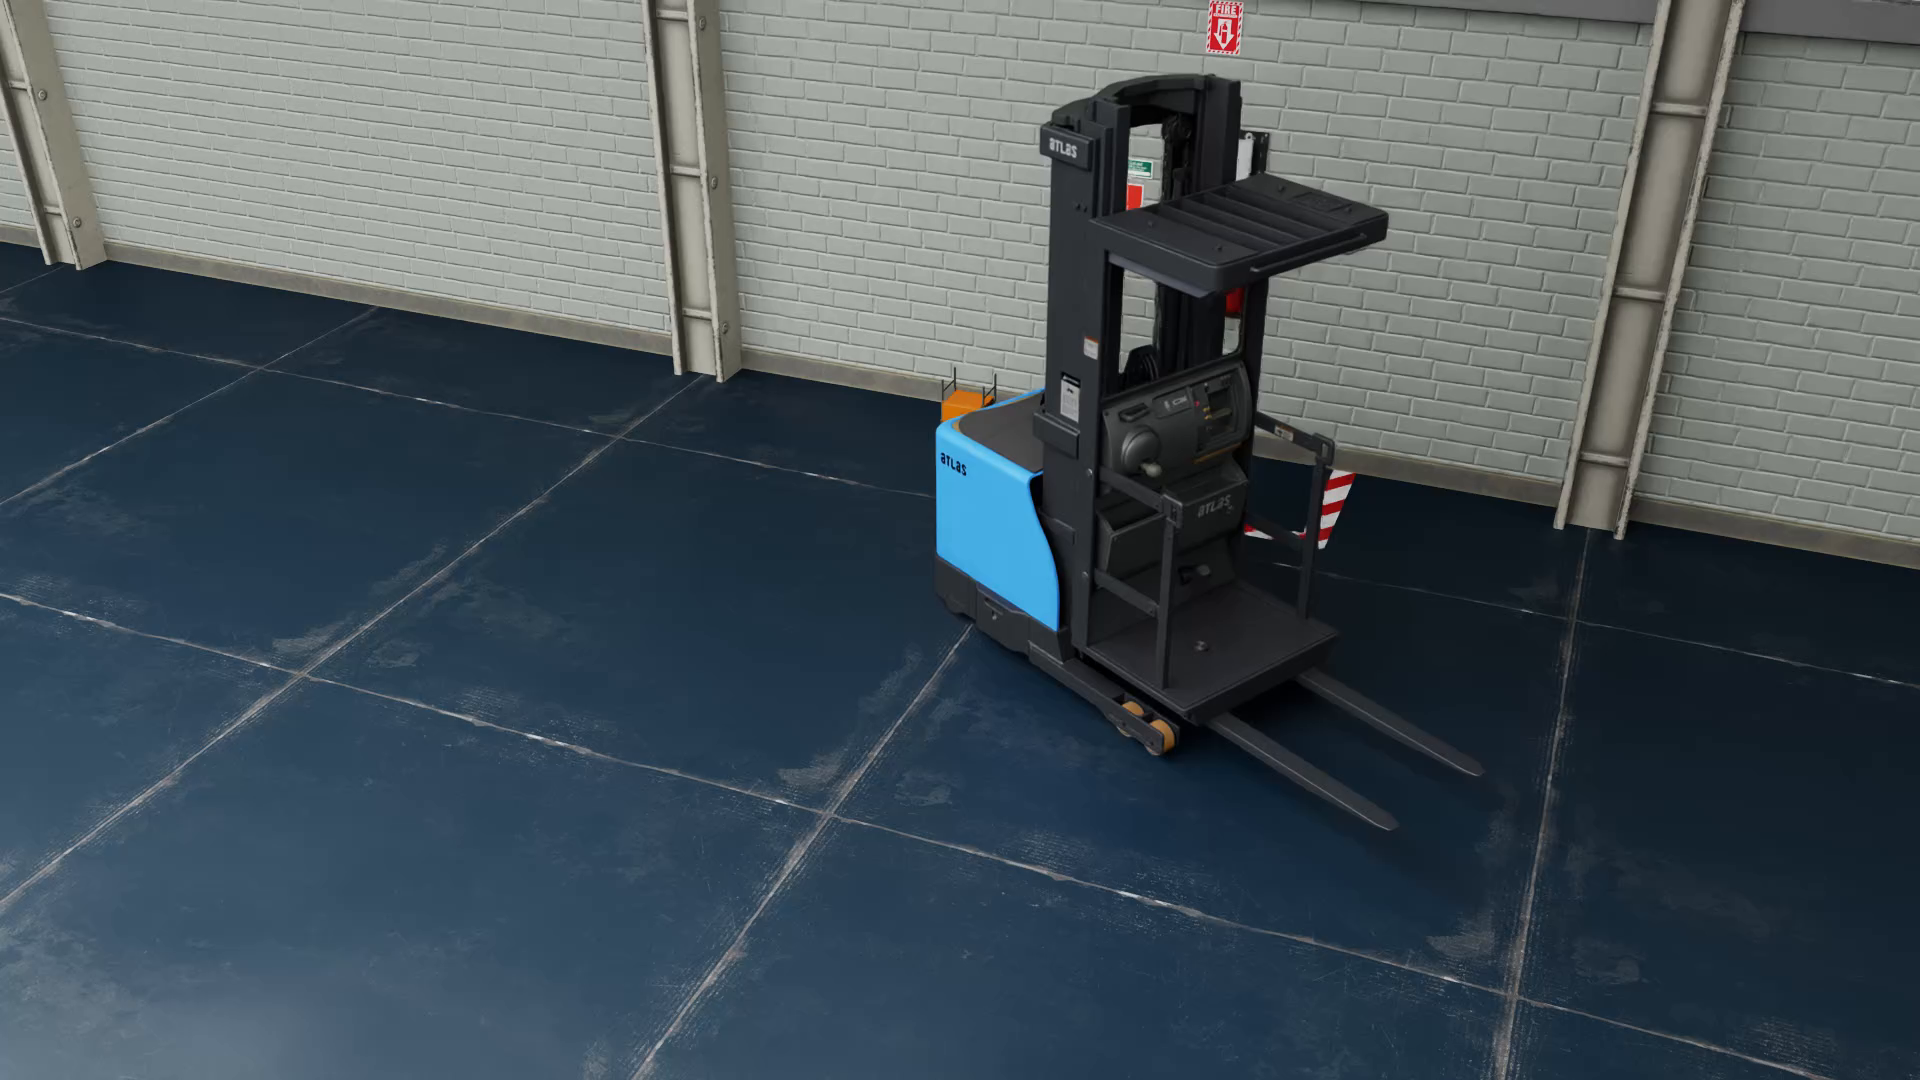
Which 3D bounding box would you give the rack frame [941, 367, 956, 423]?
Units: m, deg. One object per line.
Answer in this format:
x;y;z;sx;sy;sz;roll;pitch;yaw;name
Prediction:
-0.063;-0.470;9.514;0.008;1.050;0.200;11;31;19;rack frame

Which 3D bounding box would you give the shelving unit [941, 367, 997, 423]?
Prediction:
0.050;-0.447;9.474;0.252;1.050;0.215;11;31;19;shelving unit

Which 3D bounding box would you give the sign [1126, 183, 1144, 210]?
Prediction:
1.016;-2.051;10.294;0.234;0.329;0.001;11;31;19;sign

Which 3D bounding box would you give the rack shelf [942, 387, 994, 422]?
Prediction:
0.050;-0.685;9.340;0.240;0.259;0.215;11;31;19;rack shelf

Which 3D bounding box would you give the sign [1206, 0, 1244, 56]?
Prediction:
1.520;-2.942;9.551;0.199;0.298;0.001;11;31;19;sign

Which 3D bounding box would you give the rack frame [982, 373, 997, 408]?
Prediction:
0.163;-0.425;9.434;0.008;1.050;0.200;11;31;19;rack frame

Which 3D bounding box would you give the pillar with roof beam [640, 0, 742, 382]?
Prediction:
-3.413;-3.170;6.214;0.400;9.000;9.100;11;31;19;pillar with roof beam

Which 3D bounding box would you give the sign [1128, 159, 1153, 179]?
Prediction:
1.017;-2.277;10.155;0.331;0.109;0.001;11;31;19;sign

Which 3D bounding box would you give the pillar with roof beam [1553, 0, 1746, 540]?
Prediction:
2.147;-2.060;4.250;0.400;9.000;9.100;11;31;19;pillar with roof beam

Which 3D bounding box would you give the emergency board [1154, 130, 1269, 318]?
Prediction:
1.490;-1.886;10.039;0.643;1.169;0.194;11;31;19;emergency board

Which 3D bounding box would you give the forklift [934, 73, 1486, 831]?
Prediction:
1.163;-0.526;7.702;1.130;2.935;3.031;-21;36;-33;forklift

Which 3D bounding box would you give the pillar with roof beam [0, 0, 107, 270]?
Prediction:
-8.973;-4.281;8.178;0.400;9.000;9.100;11;31;19;pillar with roof beam
